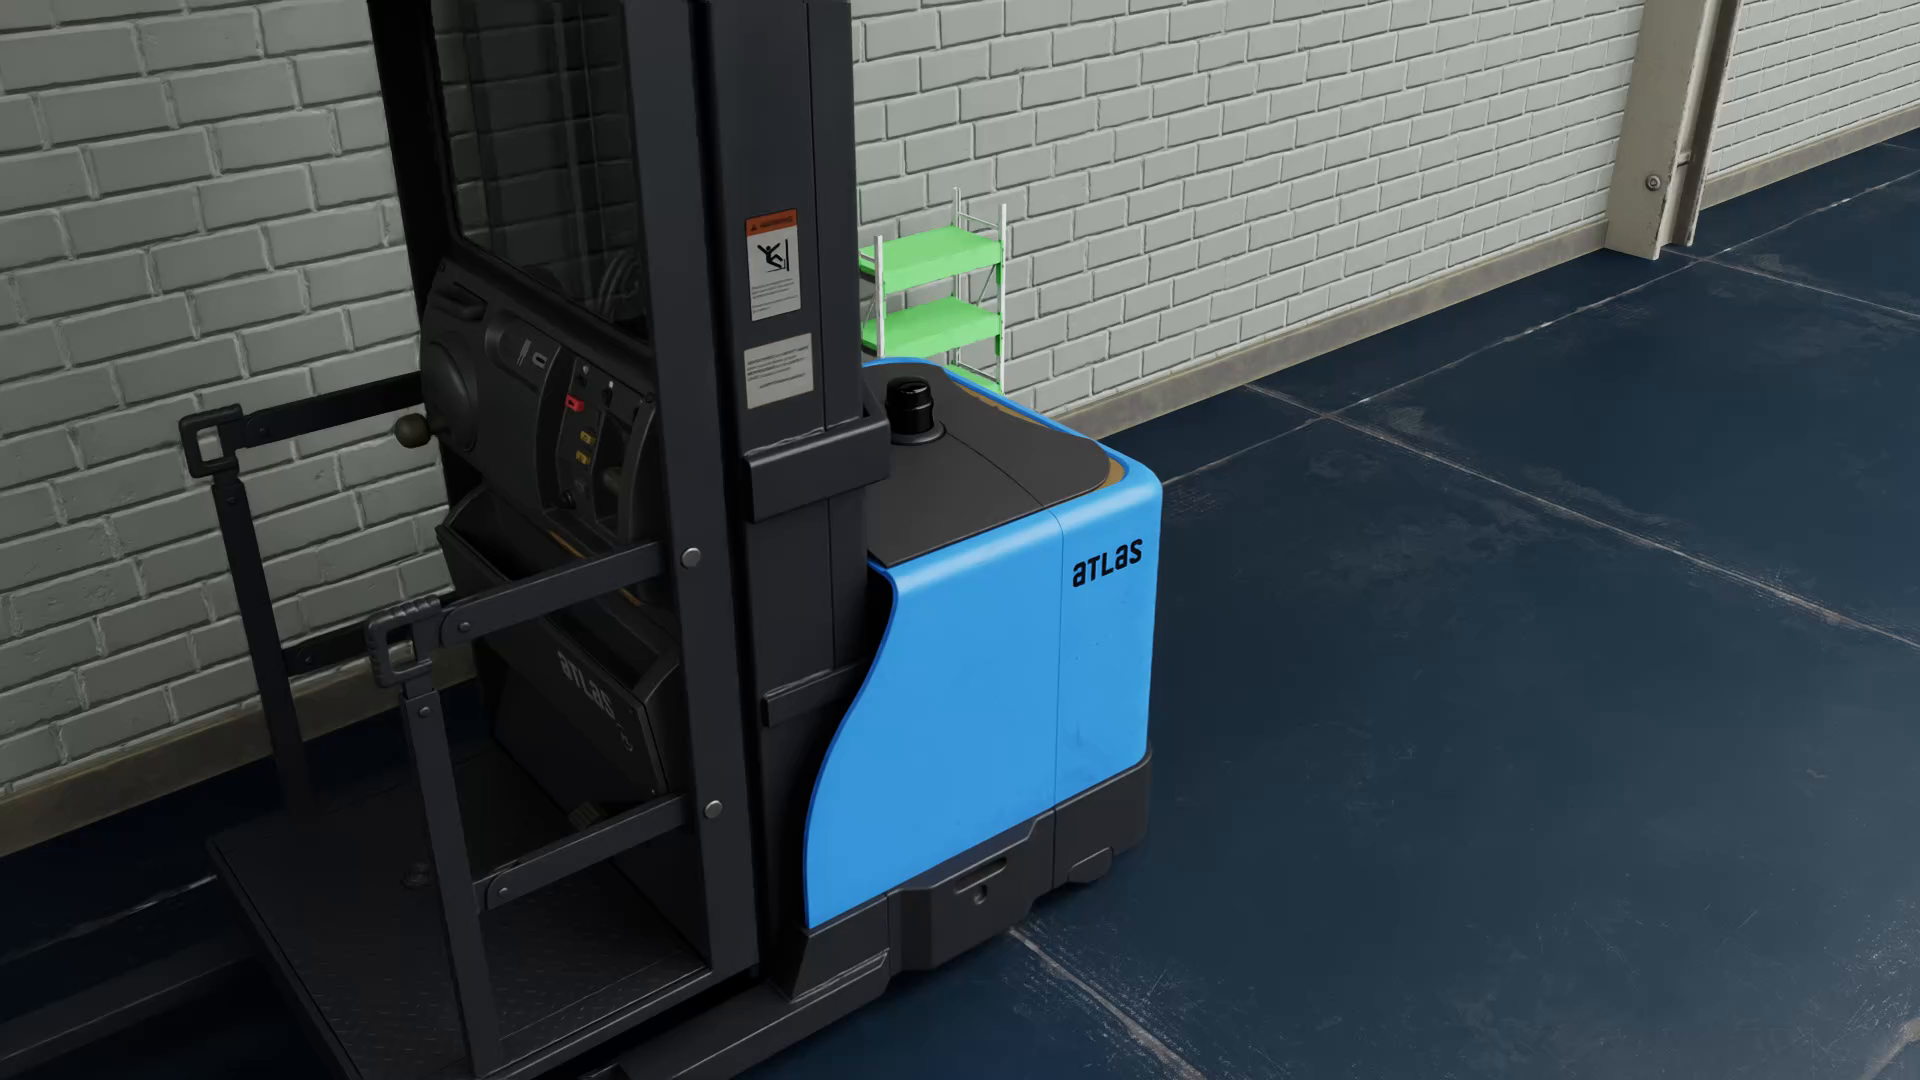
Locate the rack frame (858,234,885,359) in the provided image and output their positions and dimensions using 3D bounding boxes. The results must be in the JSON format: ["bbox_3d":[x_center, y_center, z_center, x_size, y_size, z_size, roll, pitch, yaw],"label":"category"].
[{"bbox_3d":[-0.312,-0.404,5.233,0.015,1.200,0.240,-22,35,-35],"label":"rack frame"}]

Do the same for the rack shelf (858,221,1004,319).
[{"bbox_3d":[-0.126,-0.846,5.176,0.480,0.148,0.258,-22,35,-35],"label":"rack shelf"}]

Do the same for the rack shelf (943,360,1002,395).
[{"bbox_3d":[-0.126,-0.422,5.403,0.480,0.148,0.258,-22,35,-35],"label":"rack shelf"}]

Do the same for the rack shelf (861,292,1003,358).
[{"bbox_3d":[-0.126,-0.634,5.289,0.480,0.148,0.258,-22,35,-35],"label":"rack shelf"}]

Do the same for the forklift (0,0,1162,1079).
[{"bbox_3d":[-0.993,-0.245,3.098,3.031,2.935,1.130,-21,34,-33],"label":"forklift"}]

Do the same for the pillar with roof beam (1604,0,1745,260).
[{"bbox_3d":[6.342,-3.953,3.599,0.400,9.000,9.100,-22,35,-35],"label":"pillar with roof beam"}]

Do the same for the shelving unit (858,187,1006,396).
[{"bbox_3d":[-0.126,-0.479,5.372,0.503,1.200,0.258,-22,35,-35],"label":"shelving unit"}]

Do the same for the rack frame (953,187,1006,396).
[{"bbox_3d":[0.060,-0.553,5.512,0.015,1.200,0.240,-22,35,-35],"label":"rack frame"}]
